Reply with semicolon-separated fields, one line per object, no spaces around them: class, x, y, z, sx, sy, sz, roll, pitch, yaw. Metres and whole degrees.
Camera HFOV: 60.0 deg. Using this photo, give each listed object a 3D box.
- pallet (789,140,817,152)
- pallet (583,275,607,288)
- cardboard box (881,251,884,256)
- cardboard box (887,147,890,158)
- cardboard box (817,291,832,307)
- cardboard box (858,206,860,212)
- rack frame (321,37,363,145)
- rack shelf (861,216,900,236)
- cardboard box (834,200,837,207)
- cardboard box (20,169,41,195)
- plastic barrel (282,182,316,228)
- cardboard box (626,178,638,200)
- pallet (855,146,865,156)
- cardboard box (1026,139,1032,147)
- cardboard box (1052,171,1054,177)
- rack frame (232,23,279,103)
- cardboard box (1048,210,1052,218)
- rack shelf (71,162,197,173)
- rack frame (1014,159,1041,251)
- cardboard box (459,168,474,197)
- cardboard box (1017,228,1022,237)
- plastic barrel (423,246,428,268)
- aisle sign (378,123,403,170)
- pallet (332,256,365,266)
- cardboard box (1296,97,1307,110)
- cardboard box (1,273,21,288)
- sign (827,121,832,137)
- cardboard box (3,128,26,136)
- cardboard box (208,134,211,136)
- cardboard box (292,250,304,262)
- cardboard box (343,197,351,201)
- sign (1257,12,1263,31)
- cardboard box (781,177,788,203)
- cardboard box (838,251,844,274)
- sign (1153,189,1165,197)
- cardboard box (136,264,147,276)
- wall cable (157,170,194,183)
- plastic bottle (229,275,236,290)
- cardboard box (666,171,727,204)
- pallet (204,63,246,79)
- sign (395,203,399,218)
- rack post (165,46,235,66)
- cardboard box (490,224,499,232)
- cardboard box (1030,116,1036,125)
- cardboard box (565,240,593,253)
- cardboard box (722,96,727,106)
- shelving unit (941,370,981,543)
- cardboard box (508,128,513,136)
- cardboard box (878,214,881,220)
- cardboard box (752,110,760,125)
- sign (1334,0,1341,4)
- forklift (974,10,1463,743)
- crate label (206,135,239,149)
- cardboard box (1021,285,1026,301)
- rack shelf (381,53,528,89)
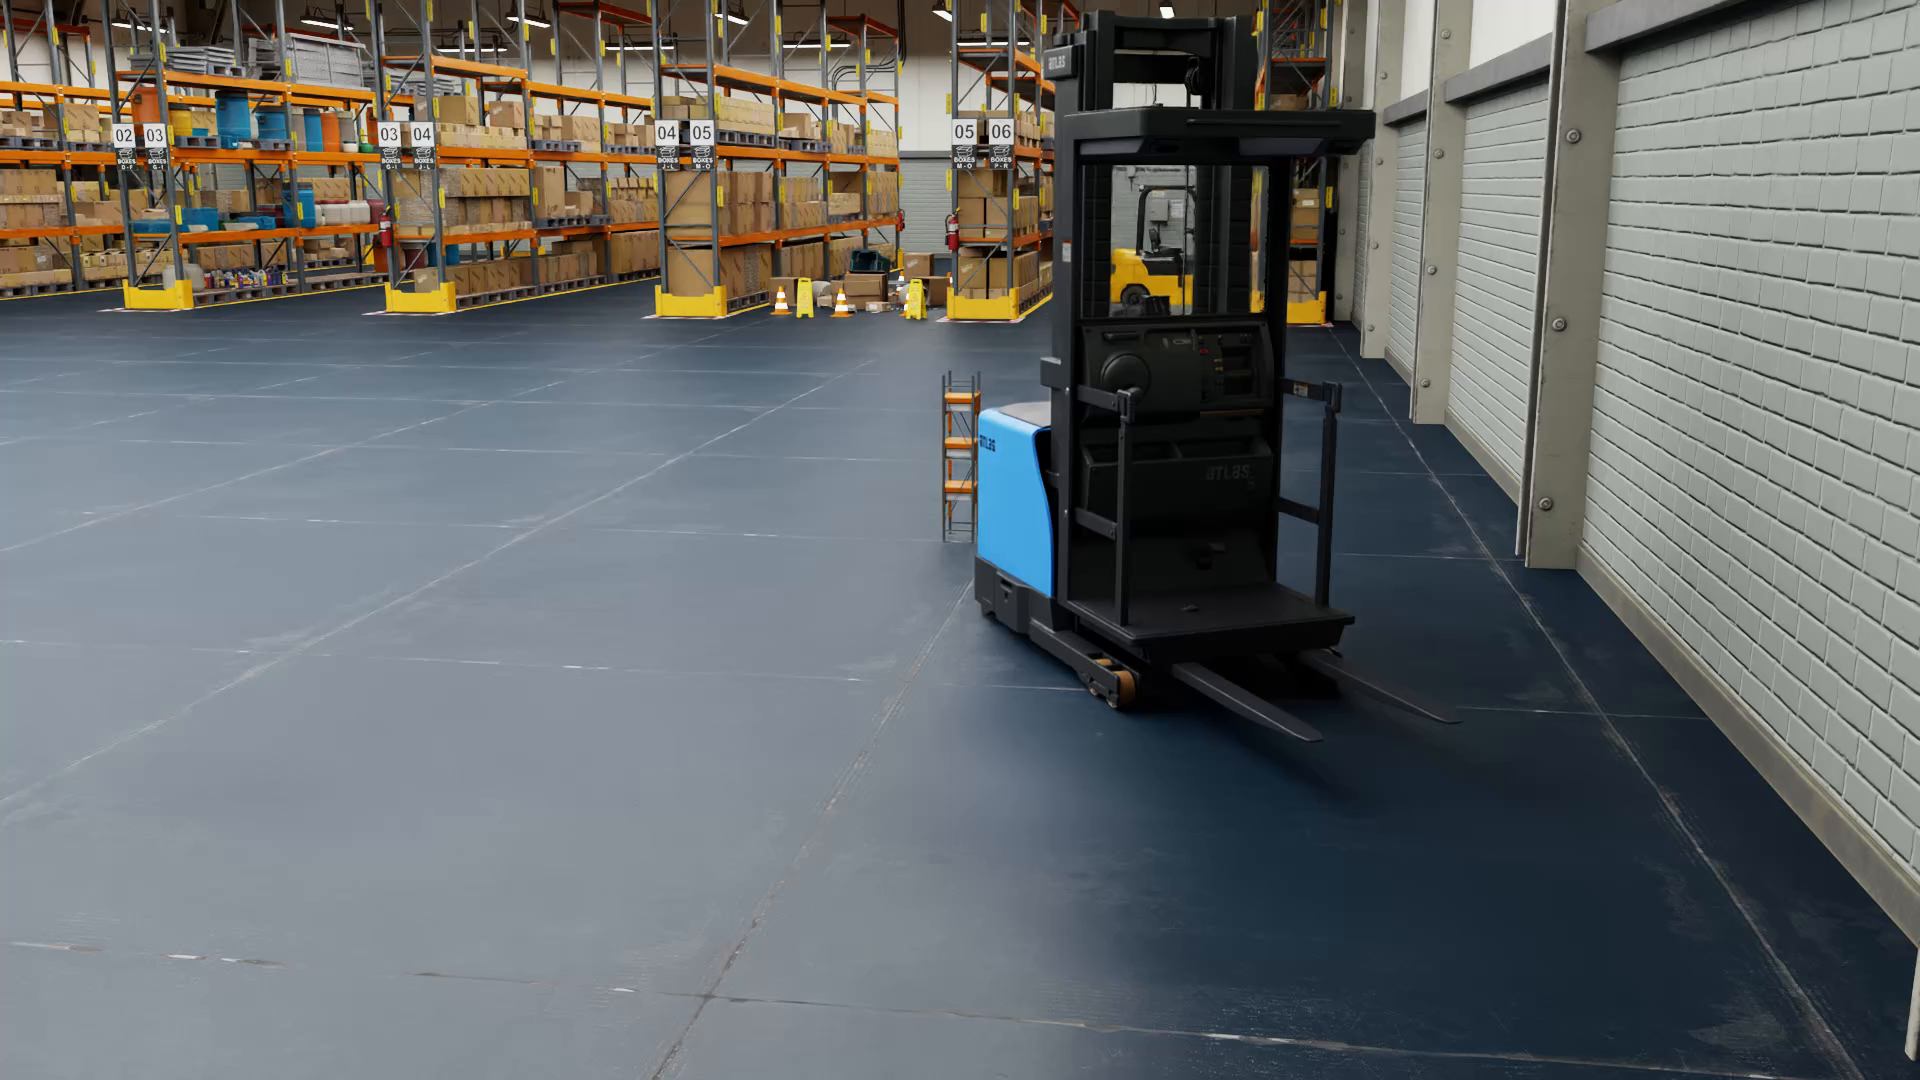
pallet;-3.523;-7.942;33.556;1.003;0.211;1.213;2;12;11
pallet;-8.315;-5.593;35.945;1.003;0.211;1.213;2;12;9
cardboard box;-2.094;-7.113;41.443;0.380;0.149;0.250;2;12;9
cardboard box;-2.047;-9.683;41.540;0.500;0.250;0.500;2;12;11
cardboard box;-2.367;-4.350;30.050;0.396;0.266;0.258;4;13;18
cardboard box;-2.558;-7.763;38.995;0.380;0.149;0.250;2;12;7
rack frame;-16.751;-12.039;44.994;1.000;3.000;0.127;2;12;9
rack shelf;-2.385;-7.834;41.434;1.077;0.370;4.000;2;12;9
cardboard box;-2.919;-7.424;36.715;0.380;0.149;0.250;2;12;9
cardboard box;-18.735;-7.093;32.970;0.700;0.500;0.500;2;12;9
plastic barrel;-13.344;-6.762;33.562;0.600;0.901;0.708;2;12;9
cardboard box;-7.865;-8.085;38.271;0.797;0.503;0.637;2;12;10
pallet;-2.893;-9.019;38.550;1.213;0.211;1.003;2;12;9
cardboard box;1.064;-7.019;29.420;0.380;0.149;0.250;2;12;10
cardboard box;2.095;-8.611;39.179;0.380;0.149;0.250;2;12;10
rack frame;-17.366;-11.206;41.131;1.000;3.000;0.127;2;12;9
cardboard box;1.609;-6.423;32.776;0.380;0.149;0.250;2;12;11
rack shelf;-21.954;-9.964;44.196;1.077;0.370;4.000;2;12;9
rack frame;1.599;-6.798;34.916;1.000;3.000;0.127;2;12;9
cardboard box;-8.986;-6.346;29.504;0.500;0.500;0.500;2;12;9
cardboard box;0.856;-5.231;28.240;0.380;0.149;0.250;2;12;10
plastic barrel;-12.857;-6.726;39.493;0.421;0.512;0.421;0;12;0
aisle sign;-9.729;-6.721;28.390;0.394;0.787;0.004;2;12;9
pallet;-16.884;-7.561;45.077;1.003;0.211;1.213;2;12;9
cardboard box;5.357;-7.052;27.503;0.700;0.500;0.500;2;12;9
cardboard box;-18.677;-5.053;32.350;0.500;0.250;0.500;2;12;9
sign;-2.761;-8.675;35.093;0.100;0.325;0.005;2;12;9
cardboard box;-18.512;-7.965;32.481;0.380;0.149;0.250;2;12;9
cardboard box;-17.869;-9.154;38.492;0.910;0.500;0.500;2;12;9
cardboard box;-17.088;-7.254;42.373;0.500;0.311;0.500;2;12;9
cardboard box;-16.627;-8.945;44.641;0.500;0.500;0.500;2;12;9
sign;5.351;-9.248;29.641;0.100;0.325;0.005;2;12;9
cardboard box;-3.775;-6.853;32.561;0.700;0.500;0.500;2;12;8
cardboard box;-2.873;-6.164;36.913;0.500;0.500;0.500;2;12;9
sign;5.704;-9.988;47.758;0.339;0.242;0.001;2;12;9
cardboard box;-18.053;-5.865;36.119;0.500;0.250;0.500;2;12;10
wall cable;-22.384;-10.060;47.640;0.084;1.984;1.851;2;12;9
plastic bottle;-13.731;-4.863;31.369;0.097;0.271;0.097;0;12;0
cardboard box;-4.443;-5.949;28.058;0.875;0.550;0.550;2;12;9
pallet;-13.987;-8.664;30.735;1.003;0.211;1.213;2;12;9
sign;-12.542;-7.343;37.058;0.100;0.325;0.005;2;12;9
rack post;-14.050;-8.914;30.676;0.937;0.300;0.954;2;12;8
cardboard box;-8.796;-5.797;30.870;0.380;0.149;0.250;2;12;9
cardboard box;1.148;-7.459;29.569;0.380;0.149;0.250;2;12;10
cardboard box;-8.267;-6.338;35.892;0.500;0.250;0.500;2;12;11
cardboard box;-4.133;-7.371;27.923;0.380;0.149;0.250;2;12;9
shelving unit;0.008;-0.524;10.434;0.215;1.050;0.252;2;12;9
cardboard box;-8.657;-7.689;31.343;0.380;0.149;0.250;1;12;6
cardboard box;-2.171;-7.971;40.957;0.380;0.149;0.250;2;12;11
cardboard box;-3.902;-7.577;29.828;0.500;0.250;0.500;2;12;8
sign;5.821;-8.420;25.609;0.100;0.325;0.005;2;12;9
forklift;1.061;-0.807;7.280;1.130;2.935;3.031;-4;13;-20
crate label;-13.703;-7.387;30.881;0.502;0.251;0.408;2;12;9
cardboard box;0.852;-4.259;28.664;0.500;0.250;0.500;2;12;11
rack shelf;-9.116;-8.449;30.055;1.077;0.370;4.000;2;12;9
